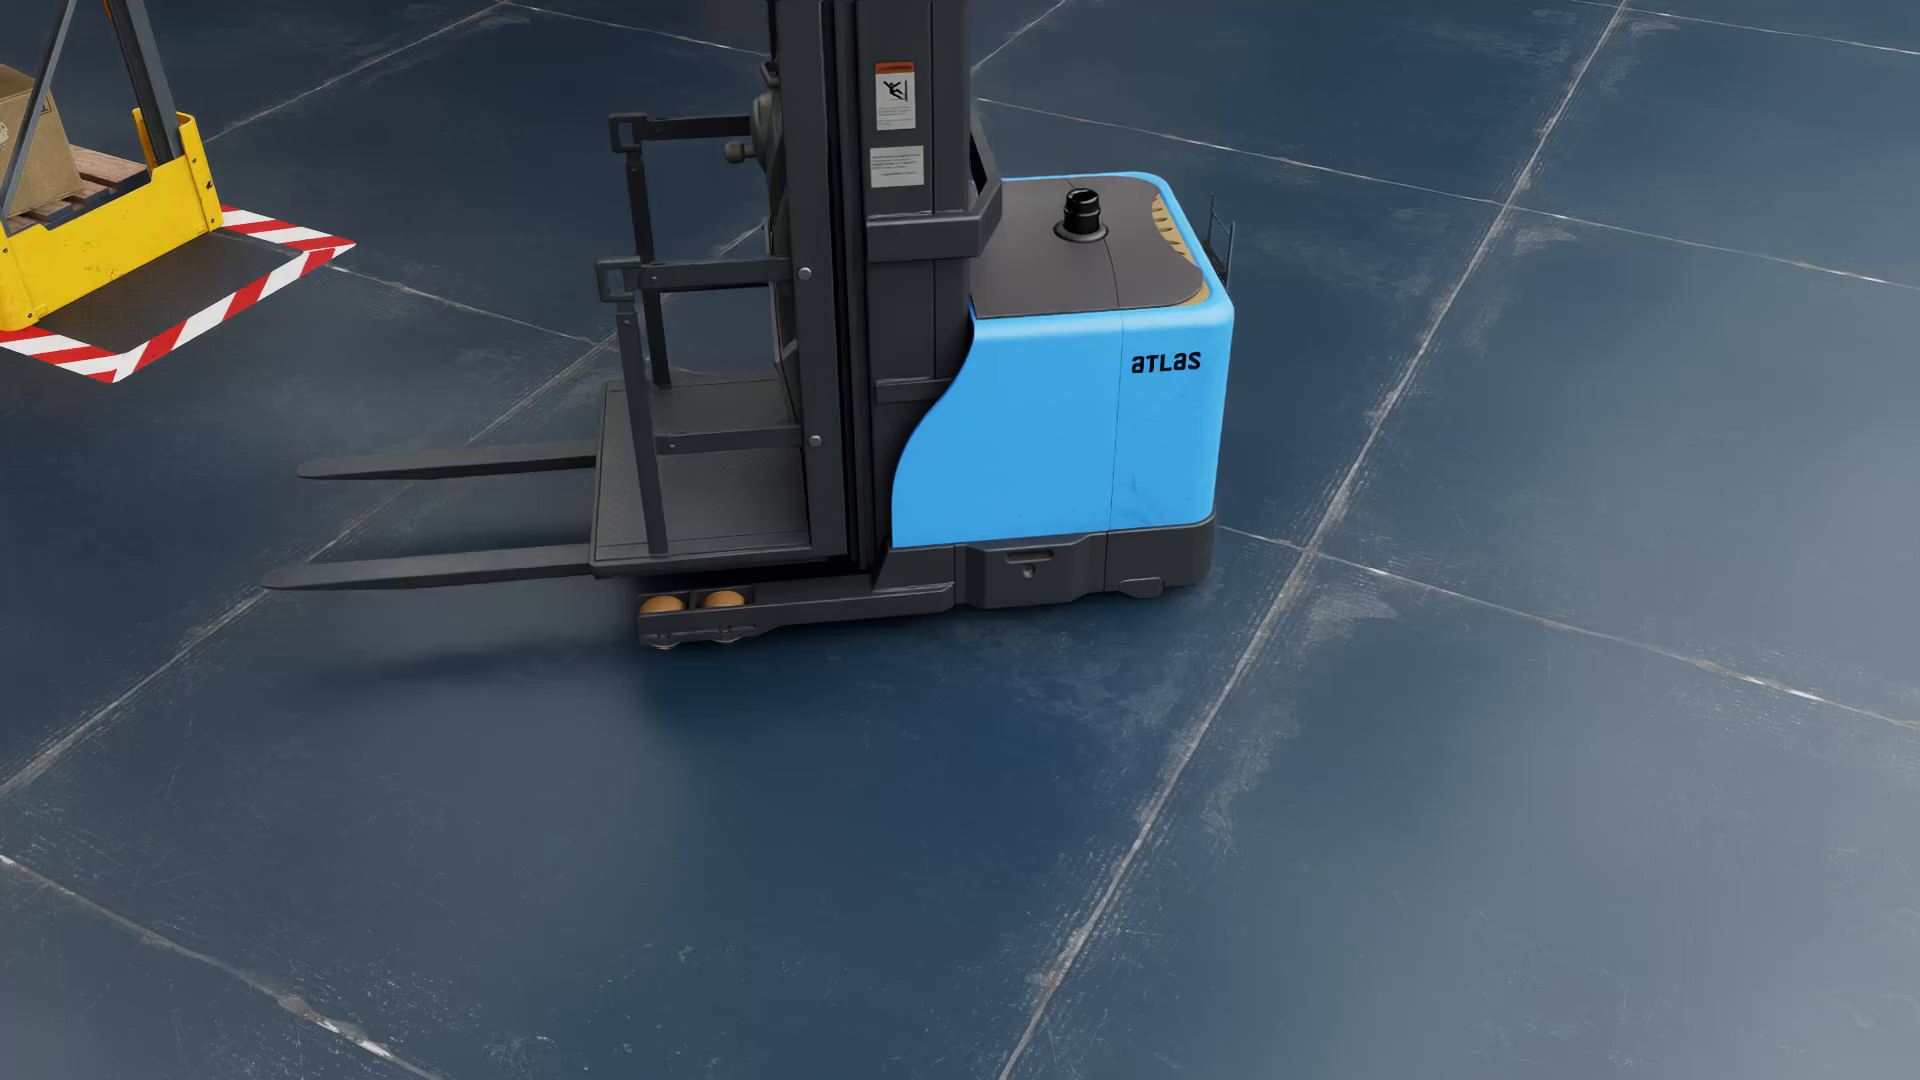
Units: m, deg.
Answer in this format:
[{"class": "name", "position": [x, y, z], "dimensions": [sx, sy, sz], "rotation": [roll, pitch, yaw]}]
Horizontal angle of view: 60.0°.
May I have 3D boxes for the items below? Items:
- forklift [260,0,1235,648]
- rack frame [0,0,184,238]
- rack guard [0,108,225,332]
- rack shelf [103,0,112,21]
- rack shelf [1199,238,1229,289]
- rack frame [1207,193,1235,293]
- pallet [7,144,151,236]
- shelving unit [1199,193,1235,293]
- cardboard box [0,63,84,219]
[{"class": "forklift", "position": [-0.728, -1.165, 4.861], "dimensions": [3.031, 2.935, 1.130], "rotation": [-5, 37, -6]}, {"class": "rack frame", "position": [-3.729, -2.385, 6.411], "dimensions": [0.127, 3.000, 1.000], "rotation": [17, 41, 21]}, {"class": "rack guard", "position": [-3.797, -1.411, 7.195], "dimensions": [0.348, 0.500, 1.175], "rotation": [17, 41, 21]}, {"class": "rack shelf", "position": [-5.505, -2.655, 7.361], "dimensions": [4.000, 0.370, 1.077], "rotation": [17, 41, 21]}, {"class": "rack shelf", "position": [0.815, -0.973, 5.895], "dimensions": [0.200, 0.077, 0.258], "rotation": [-7, 38, -9]}, {"class": "rack frame", "position": [0.915, -0.796, 6.054], "dimensions": [0.006, 0.900, 0.240], "rotation": [-7, 38, -9]}, {"class": "pallet", "position": [-4.502, -1.540, 7.605], "dimensions": [1.213, 0.211, 1.003], "rotation": [17, 41, 21]}, {"class": "shelving unit", "position": [0.815, -0.784, 6.039], "dimensions": [0.210, 0.900, 0.258], "rotation": [-7, 38, -9]}, {"class": "cardboard box", "position": [-4.276, -1.739, 7.281], "dimensions": [0.500, 0.500, 0.500], "rotation": [25, 44, 29]}]
